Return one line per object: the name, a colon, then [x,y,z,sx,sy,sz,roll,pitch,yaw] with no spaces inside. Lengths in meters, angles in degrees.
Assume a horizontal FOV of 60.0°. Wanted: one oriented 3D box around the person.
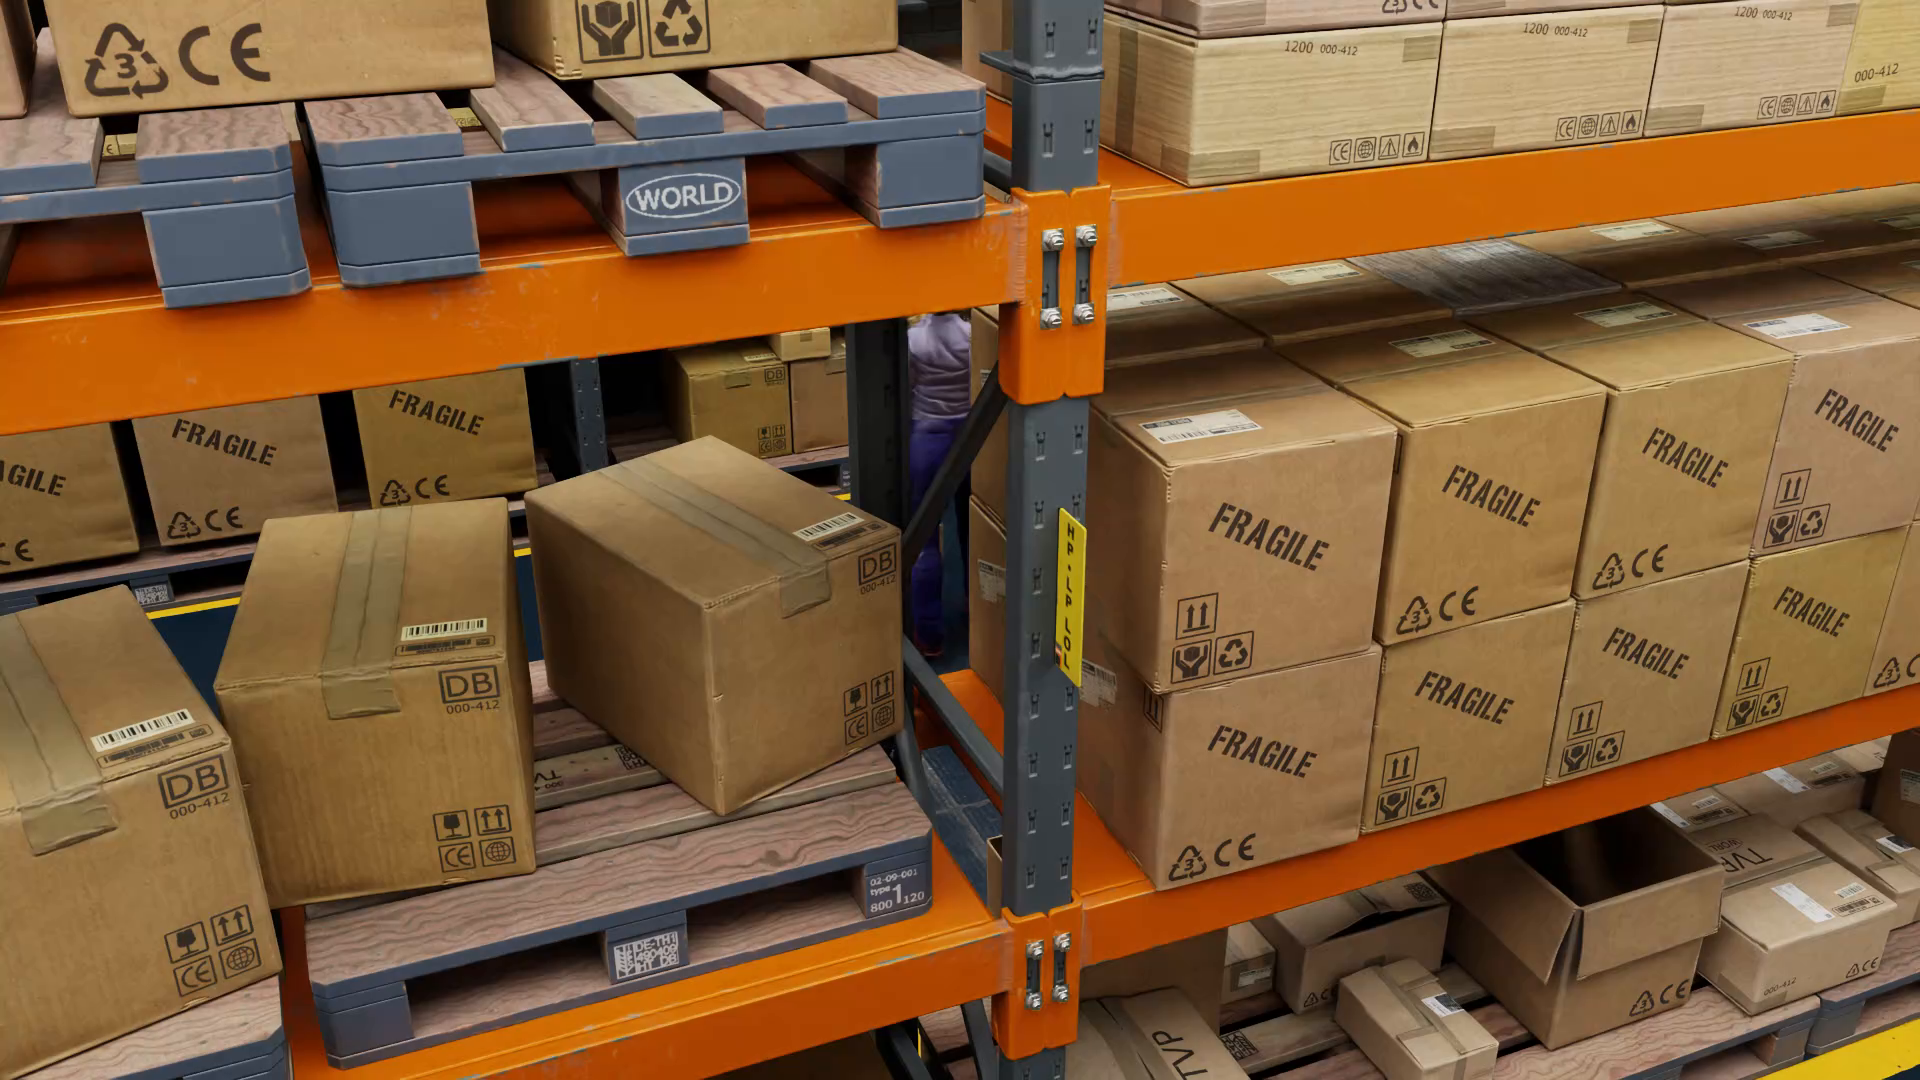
person: [-0.069,-0.348,6.805,0.491,1.631,0.509,-6,27,-12]
